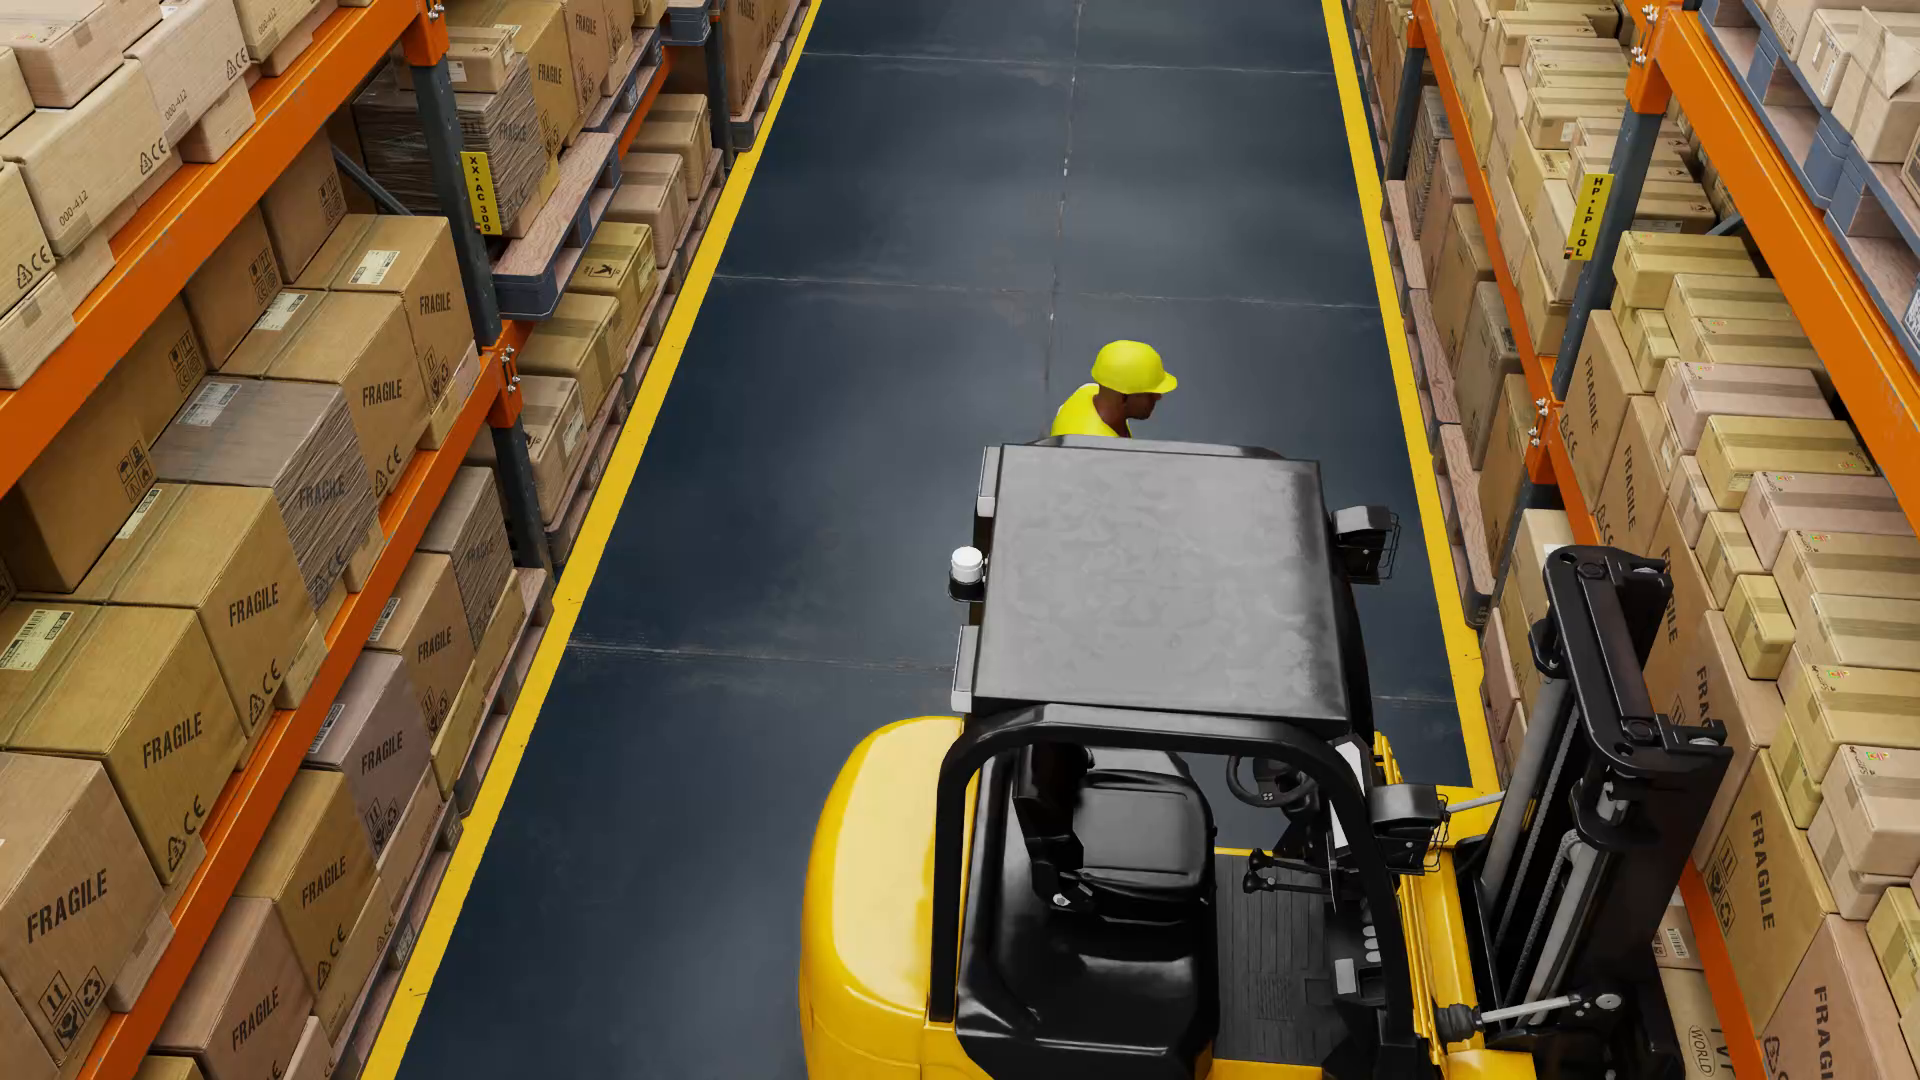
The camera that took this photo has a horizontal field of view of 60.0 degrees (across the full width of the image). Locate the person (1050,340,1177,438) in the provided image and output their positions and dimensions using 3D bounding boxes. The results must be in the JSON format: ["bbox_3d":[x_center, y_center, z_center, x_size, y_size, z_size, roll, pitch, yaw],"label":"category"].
[{"bbox_3d":[0.506,0.030,6.105,0.457,1.761,0.626,3,40,4],"label":"person"}]
